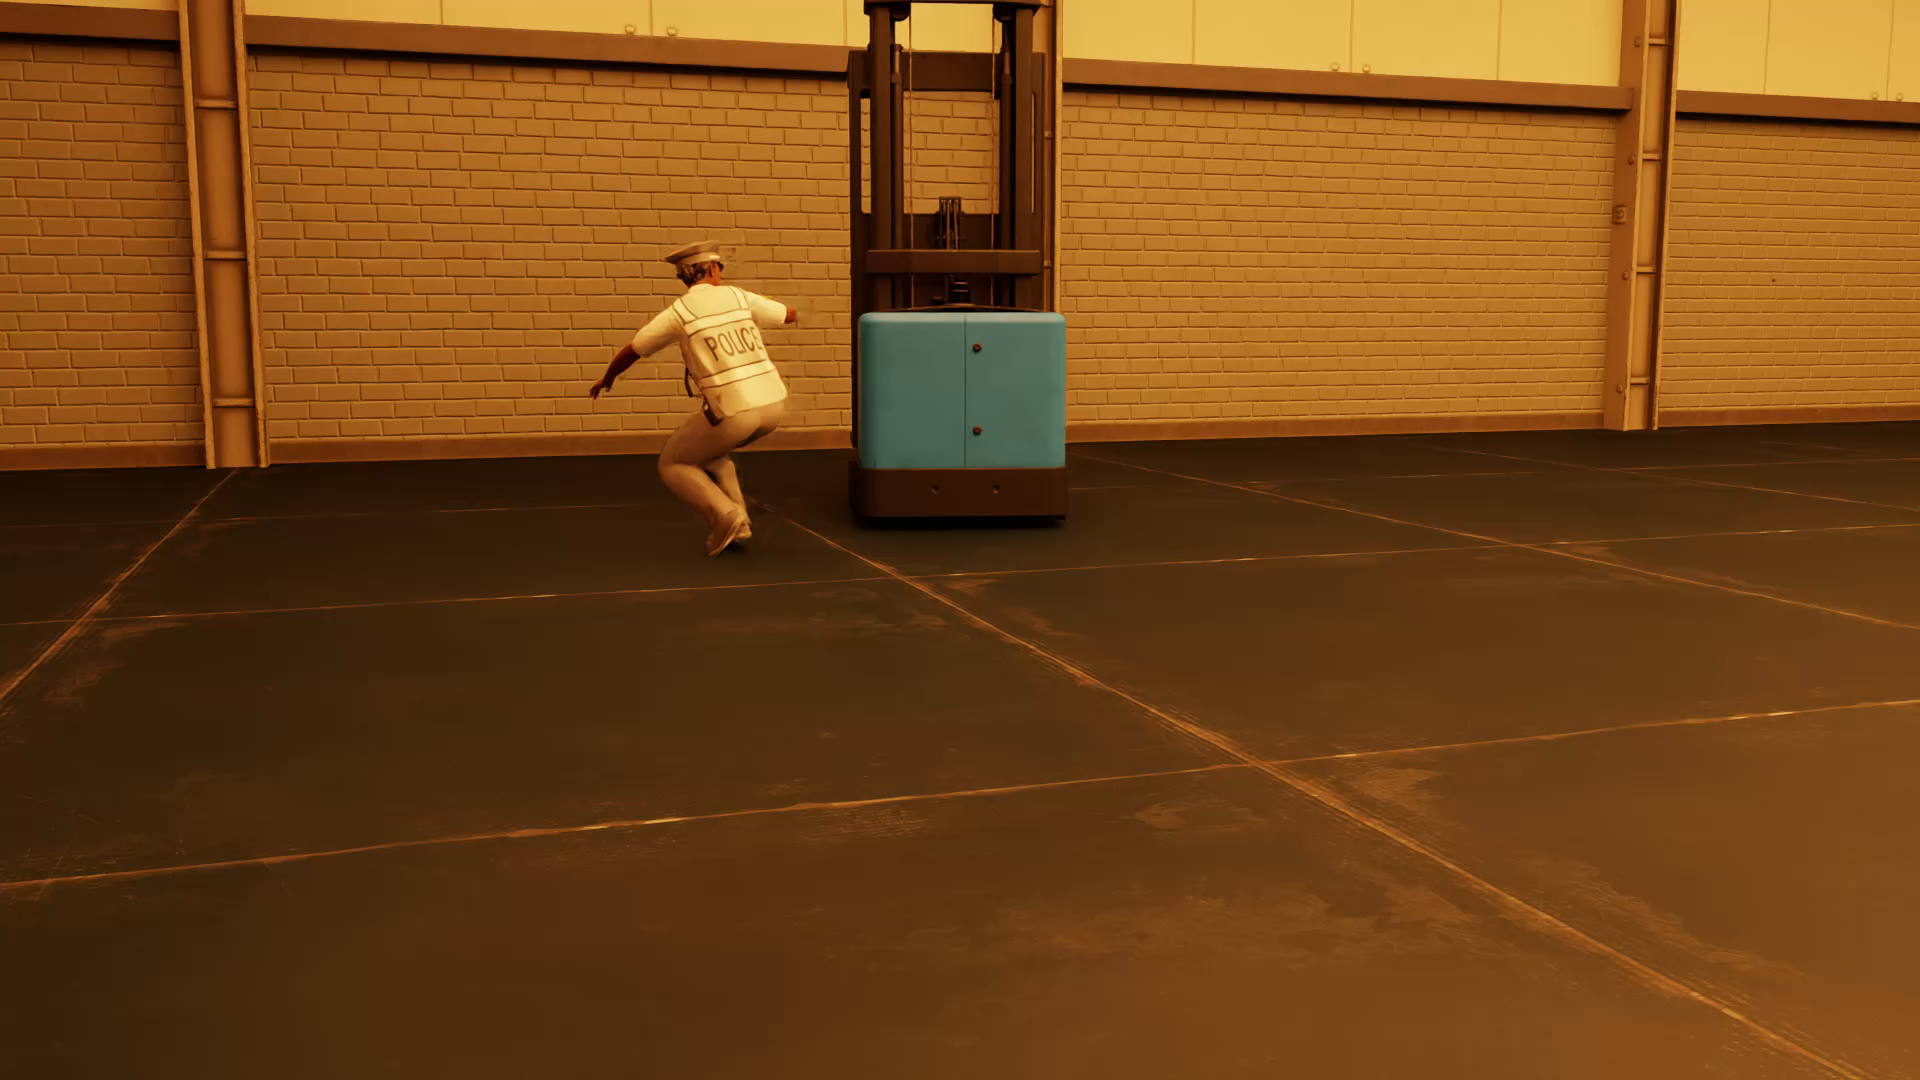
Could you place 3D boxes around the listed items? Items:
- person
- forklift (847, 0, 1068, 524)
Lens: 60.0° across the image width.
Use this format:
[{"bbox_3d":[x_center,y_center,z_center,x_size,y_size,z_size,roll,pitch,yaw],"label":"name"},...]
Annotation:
[{"bbox_3d":[-1.161,-0.644,7.524,0.934,1.397,0.705,7,10,40],"label":"person"},{"bbox_3d":[-0.091,-1.700,9.550,1.130,2.935,3.031,-1,8,-4],"label":"forklift"}]
